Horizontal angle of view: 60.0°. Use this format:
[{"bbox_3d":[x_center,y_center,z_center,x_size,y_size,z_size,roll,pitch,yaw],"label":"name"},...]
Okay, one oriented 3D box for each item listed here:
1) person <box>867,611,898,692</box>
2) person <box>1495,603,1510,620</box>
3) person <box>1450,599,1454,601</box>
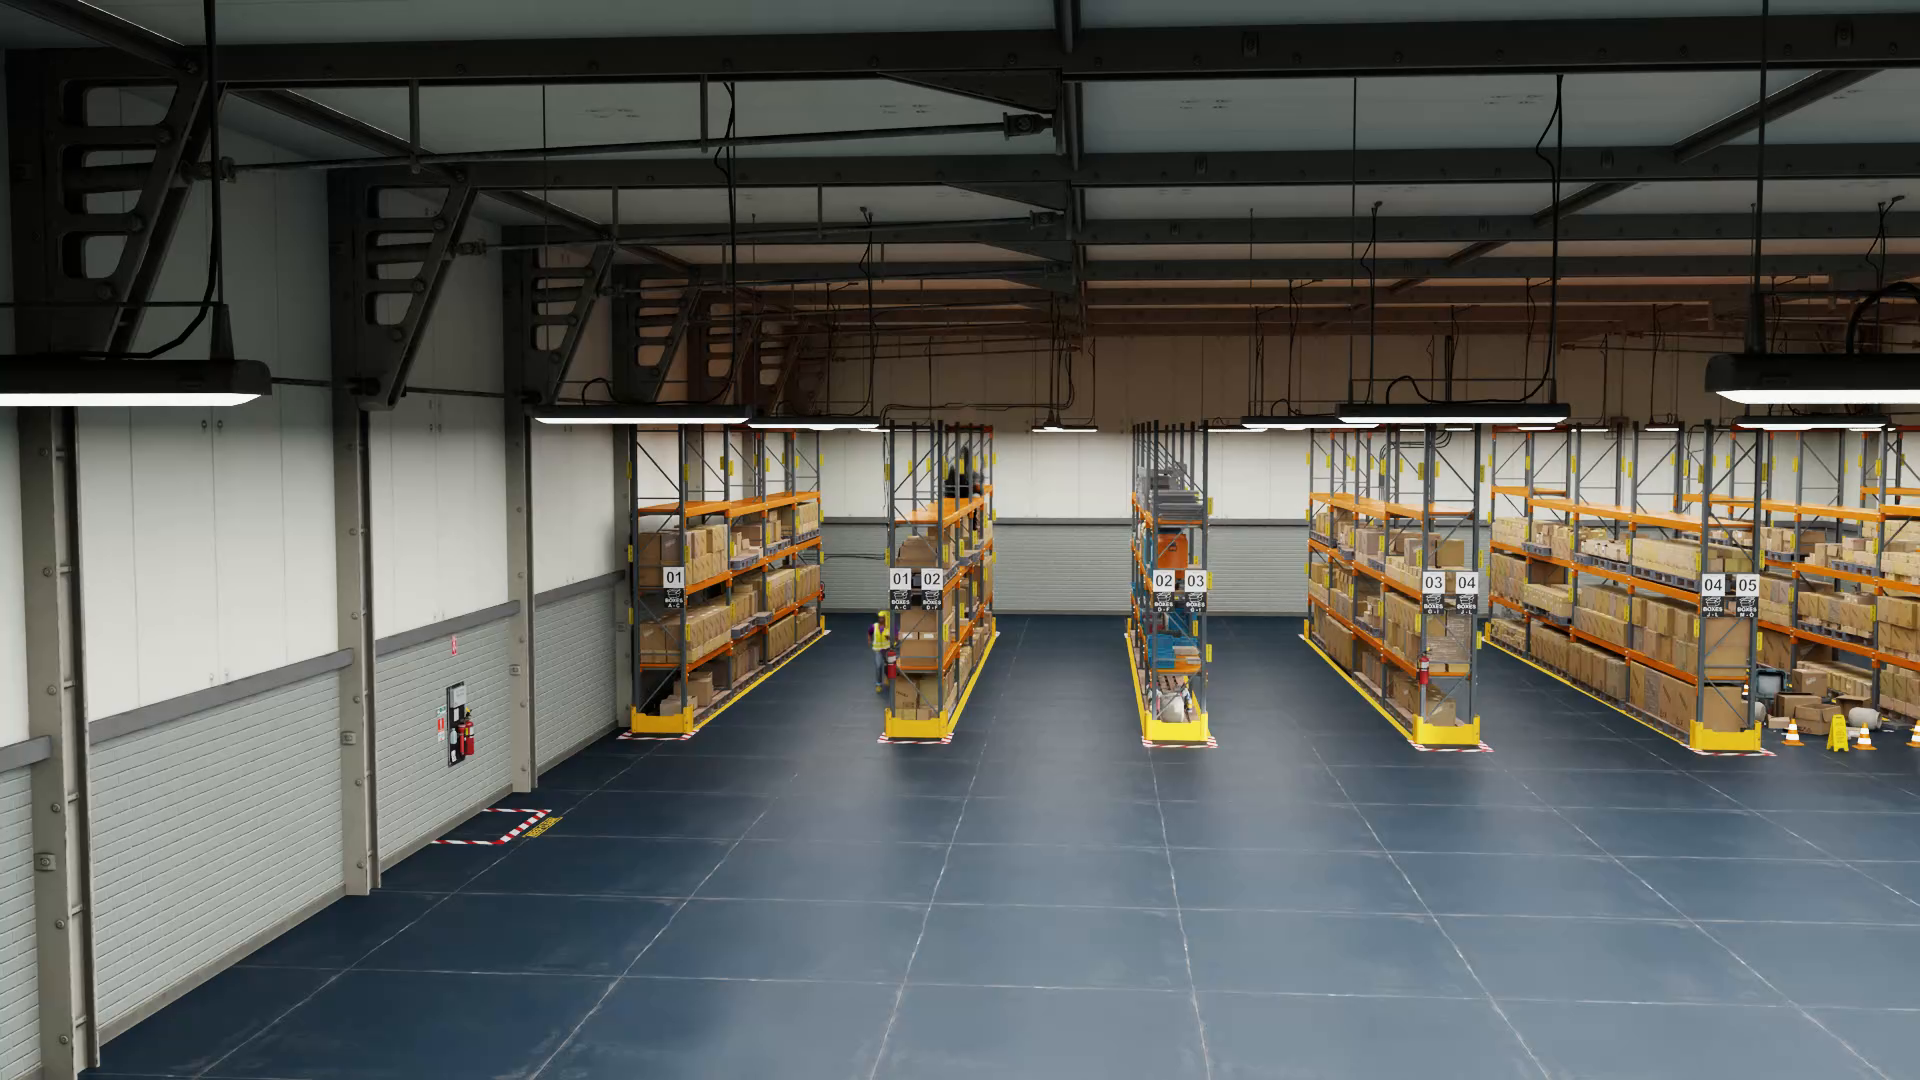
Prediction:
[{"bbox_3d":[-1.734,2.463,37.180,0.703,1.747,0.992,0,4,0],"label":"person"},{"bbox_3d":[15.586,1.864,47.461,0.628,1.744,0.718,3,5,37],"label":"person"},{"bbox_3d":[13.518,1.998,46.602,0.605,1.576,0.646,-3,5,-44],"label":"person"}]
